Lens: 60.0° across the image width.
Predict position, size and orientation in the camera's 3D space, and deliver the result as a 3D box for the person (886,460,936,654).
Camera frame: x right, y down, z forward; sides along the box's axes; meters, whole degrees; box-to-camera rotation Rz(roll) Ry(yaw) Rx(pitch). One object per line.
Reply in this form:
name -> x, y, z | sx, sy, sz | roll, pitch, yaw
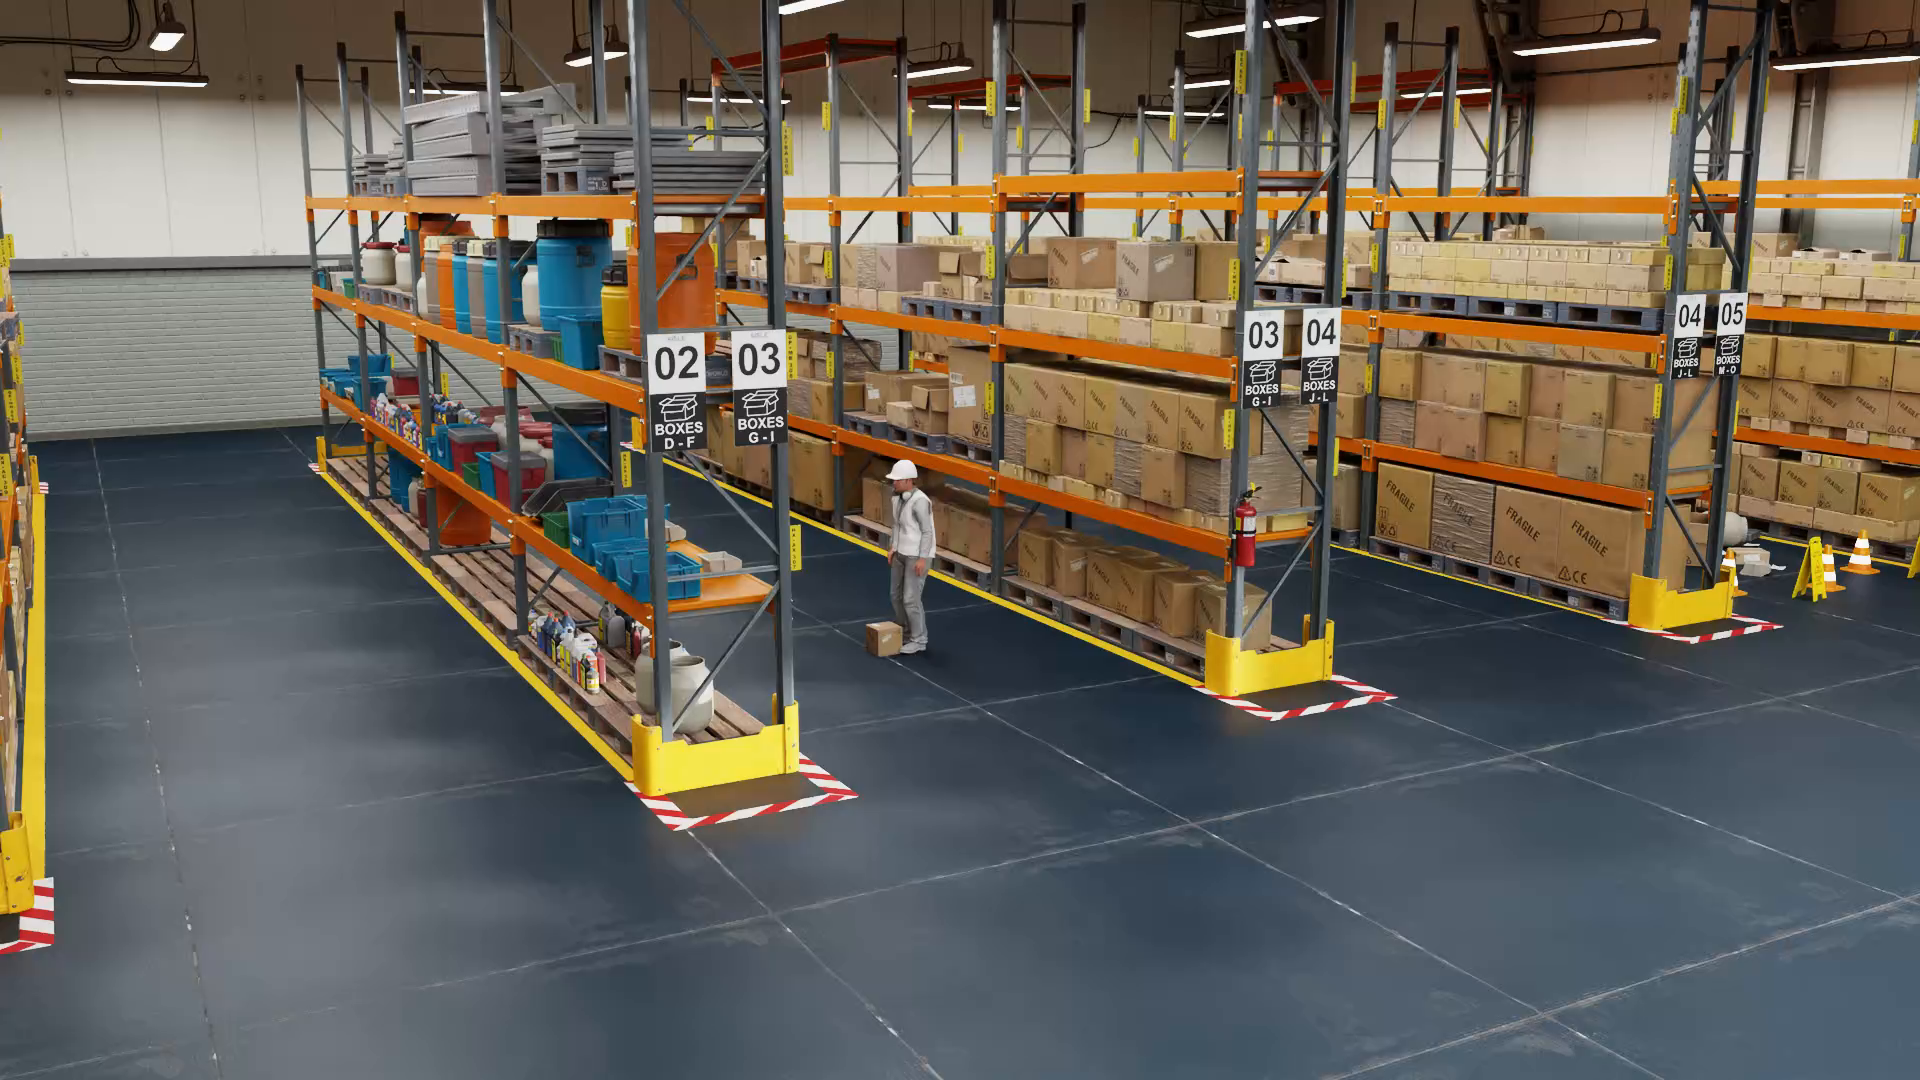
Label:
person -> -0.467, 0.137, 15.217 | 0.464, 1.771, 0.593 | -7, 14, -31
